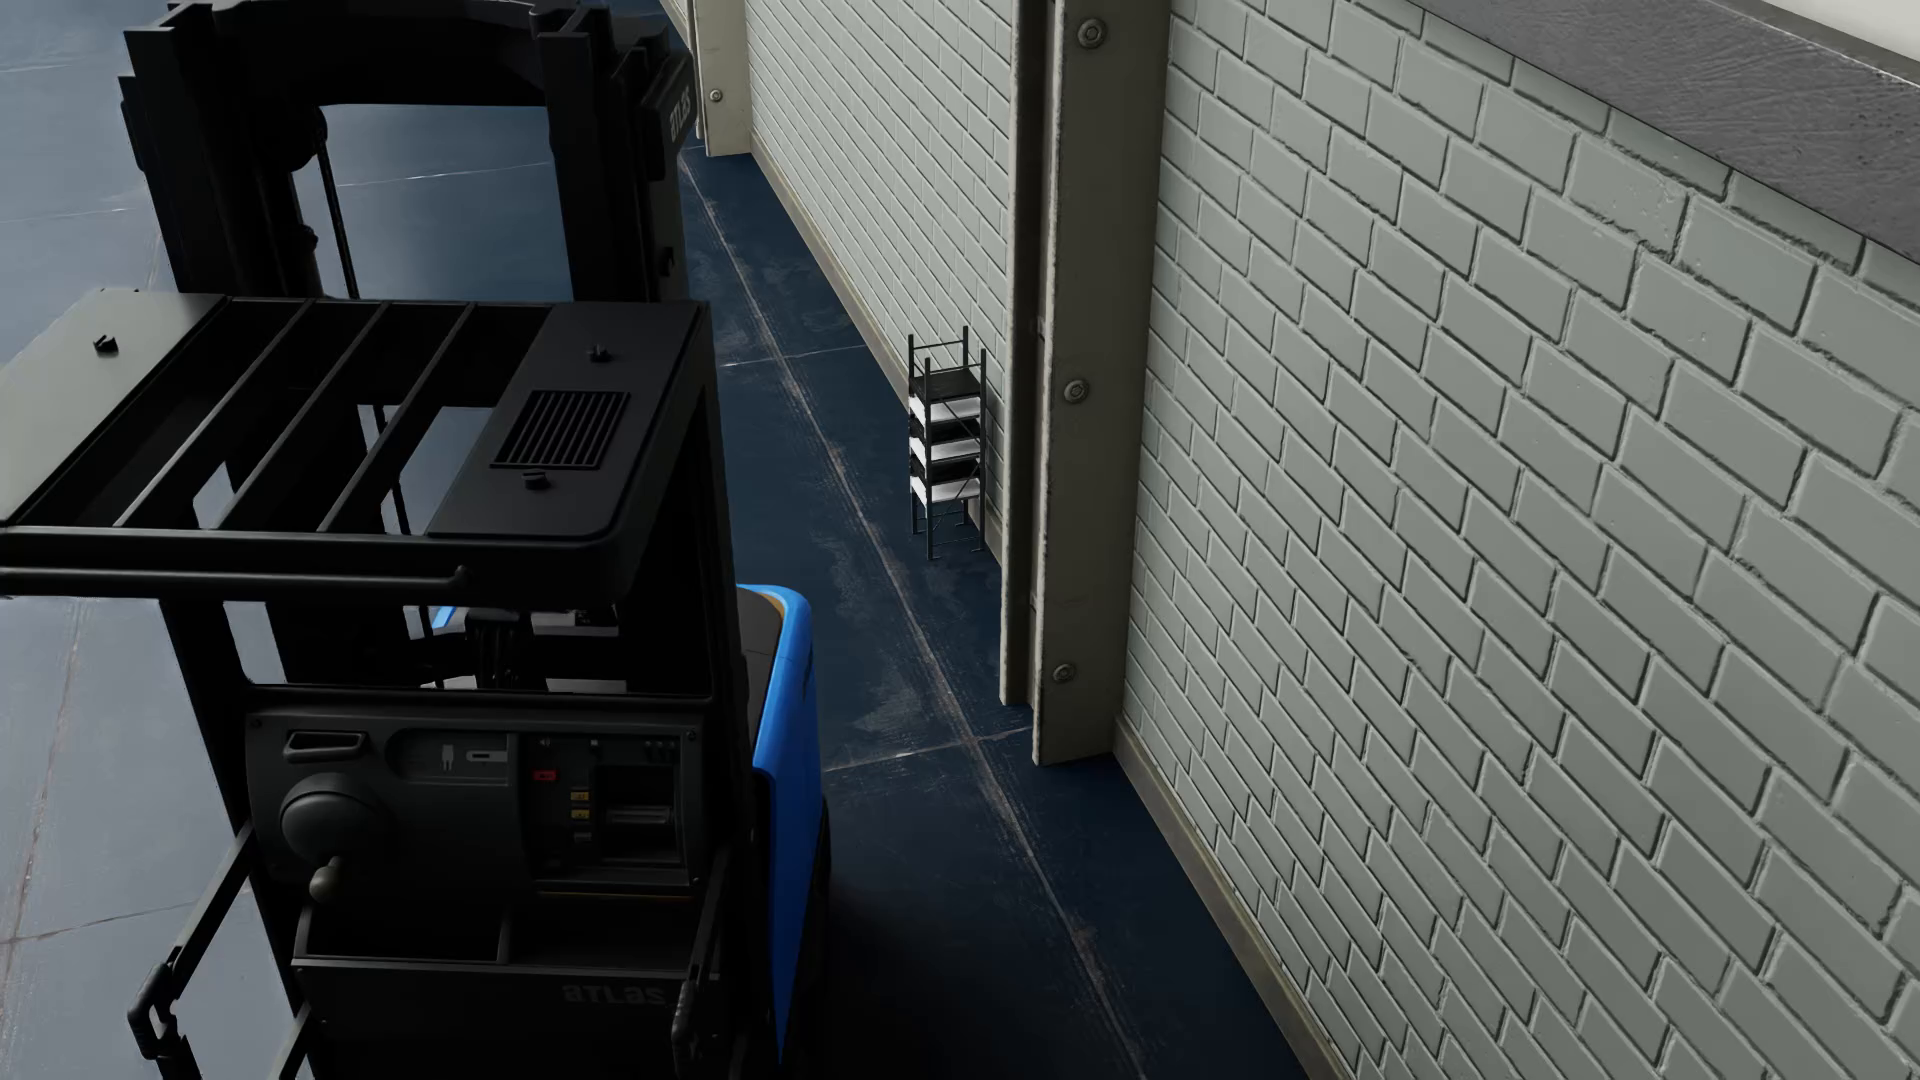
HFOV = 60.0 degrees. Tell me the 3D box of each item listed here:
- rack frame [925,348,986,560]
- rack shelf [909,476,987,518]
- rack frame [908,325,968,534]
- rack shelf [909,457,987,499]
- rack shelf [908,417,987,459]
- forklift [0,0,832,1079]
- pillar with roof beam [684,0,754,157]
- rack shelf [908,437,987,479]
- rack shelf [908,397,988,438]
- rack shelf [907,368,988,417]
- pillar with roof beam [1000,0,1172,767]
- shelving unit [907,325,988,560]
[{"bbox_3d":[-0.016,-0.317,6.413,0.240,0.900,0.006,-11,35,-16],"label":"rack frame"},{"bbox_3d":[-0.049,-0.192,6.611,0.258,0.077,0.200,-11,35,-16],"label":"rack shelf"},{"bbox_3d":[-0.082,-0.423,6.574,0.240,0.900,0.006,-11,35,-16],"label":"rack frame"},{"bbox_3d":[-0.049,-0.267,6.561,0.258,0.077,0.200,-11,35,-16],"label":"rack shelf"},{"bbox_3d":[-0.049,-0.417,6.462,0.258,0.077,0.200,-11,35,-16],"label":"rack shelf"},{"bbox_3d":[-0.984,0.597,3.187,1.130,2.935,3.031,1,33,2],"label":"forklift"},{"bbox_3d":[-5.584,-5.547,6.982,9.100,9.000,0.400,-10,35,-15],"label":"pillar with roof beam"},{"bbox_3d":[-0.049,-0.342,6.512,0.258,0.077,0.200,-11,35,-16],"label":"rack shelf"},{"bbox_3d":[-0.049,-0.492,6.412,0.258,0.077,0.200,-11,35,-16],"label":"rack shelf"},{"bbox_3d":[-0.049,-0.567,6.363,0.258,0.077,0.200,-11,35,-16],"label":"rack shelf"},{"bbox_3d":[-3.754,-2.397,2.215,9.100,9.000,0.400,-10,35,-15],"label":"pillar with roof beam"},{"bbox_3d":[-0.049,-0.370,6.493,0.258,0.900,0.210,-11,35,-16],"label":"shelving unit"}]
